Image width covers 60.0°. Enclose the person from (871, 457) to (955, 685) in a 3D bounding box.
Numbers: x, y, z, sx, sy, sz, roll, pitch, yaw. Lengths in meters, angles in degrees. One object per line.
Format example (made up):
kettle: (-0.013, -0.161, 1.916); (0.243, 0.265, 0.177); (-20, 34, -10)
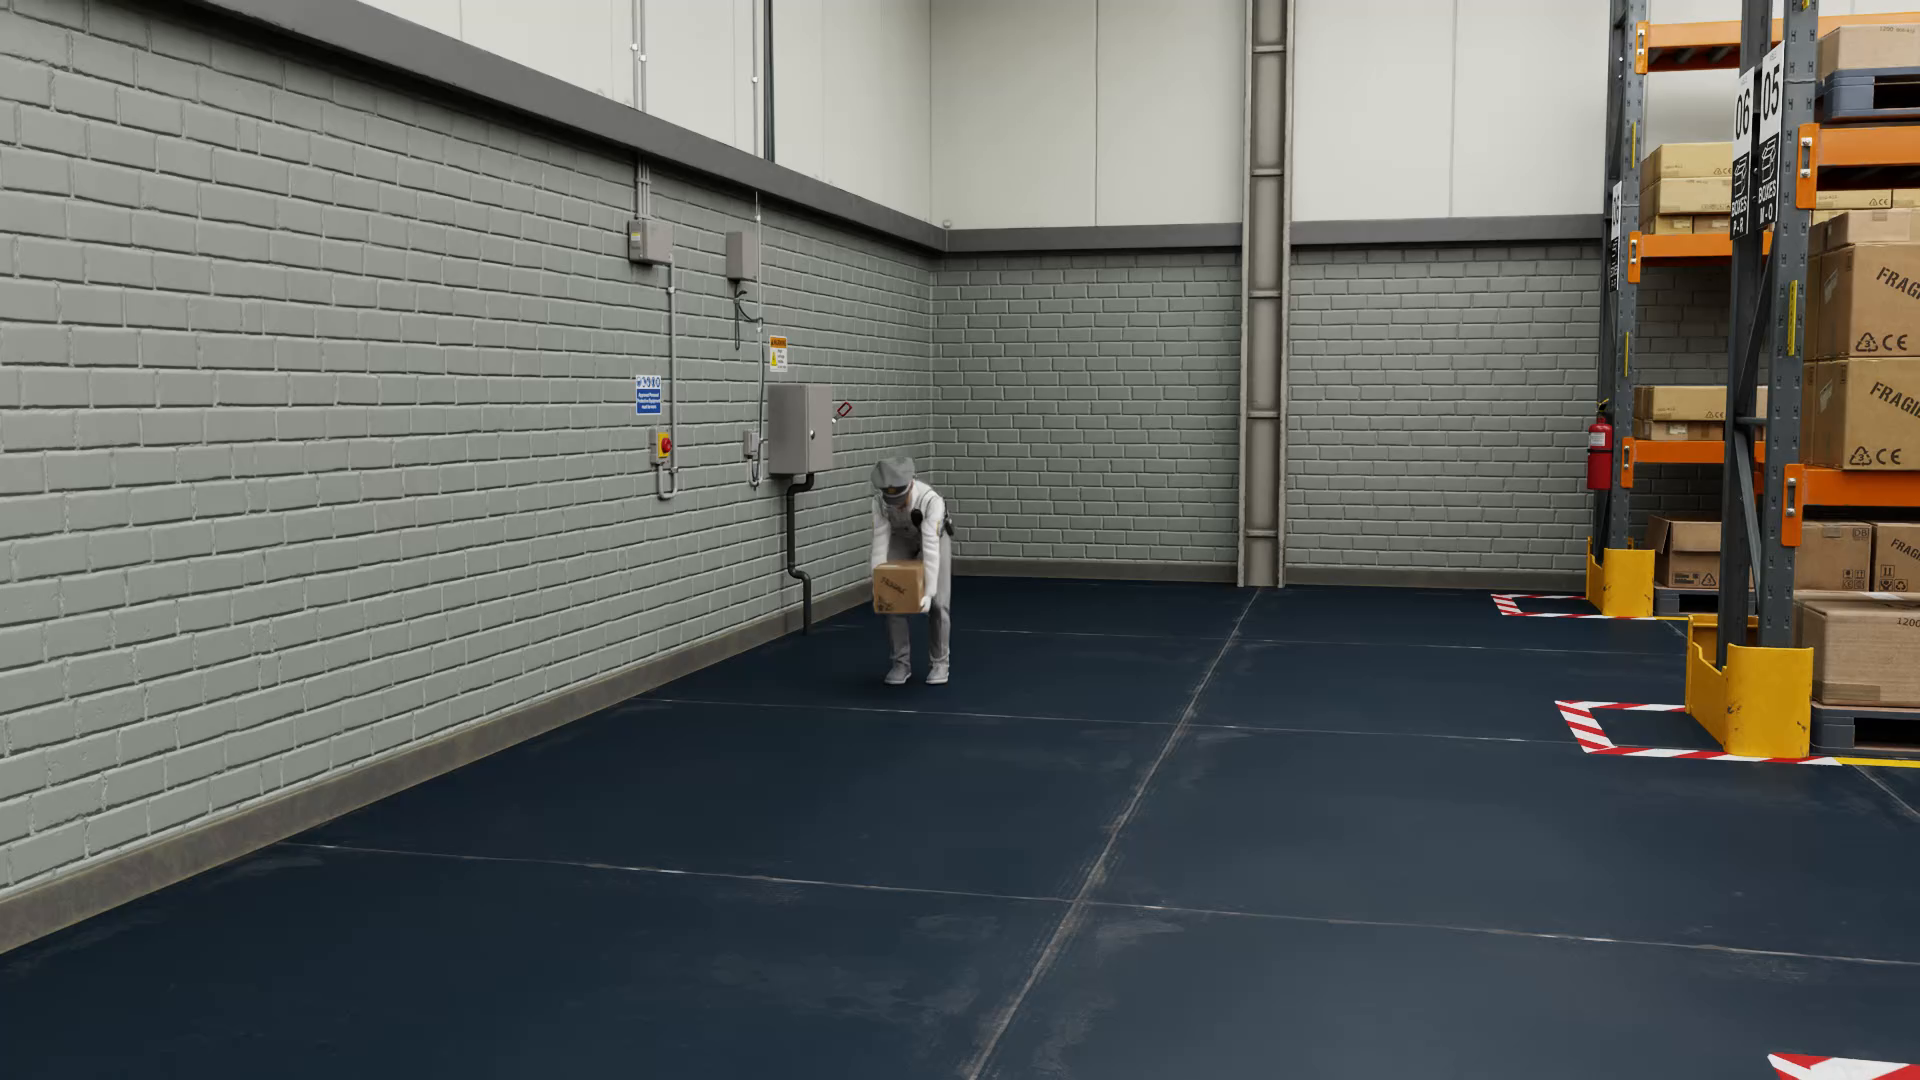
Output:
person: (-0.282, 0.181, 9.292); (0.402, 1.306, 0.887); (1, 5, 12)
